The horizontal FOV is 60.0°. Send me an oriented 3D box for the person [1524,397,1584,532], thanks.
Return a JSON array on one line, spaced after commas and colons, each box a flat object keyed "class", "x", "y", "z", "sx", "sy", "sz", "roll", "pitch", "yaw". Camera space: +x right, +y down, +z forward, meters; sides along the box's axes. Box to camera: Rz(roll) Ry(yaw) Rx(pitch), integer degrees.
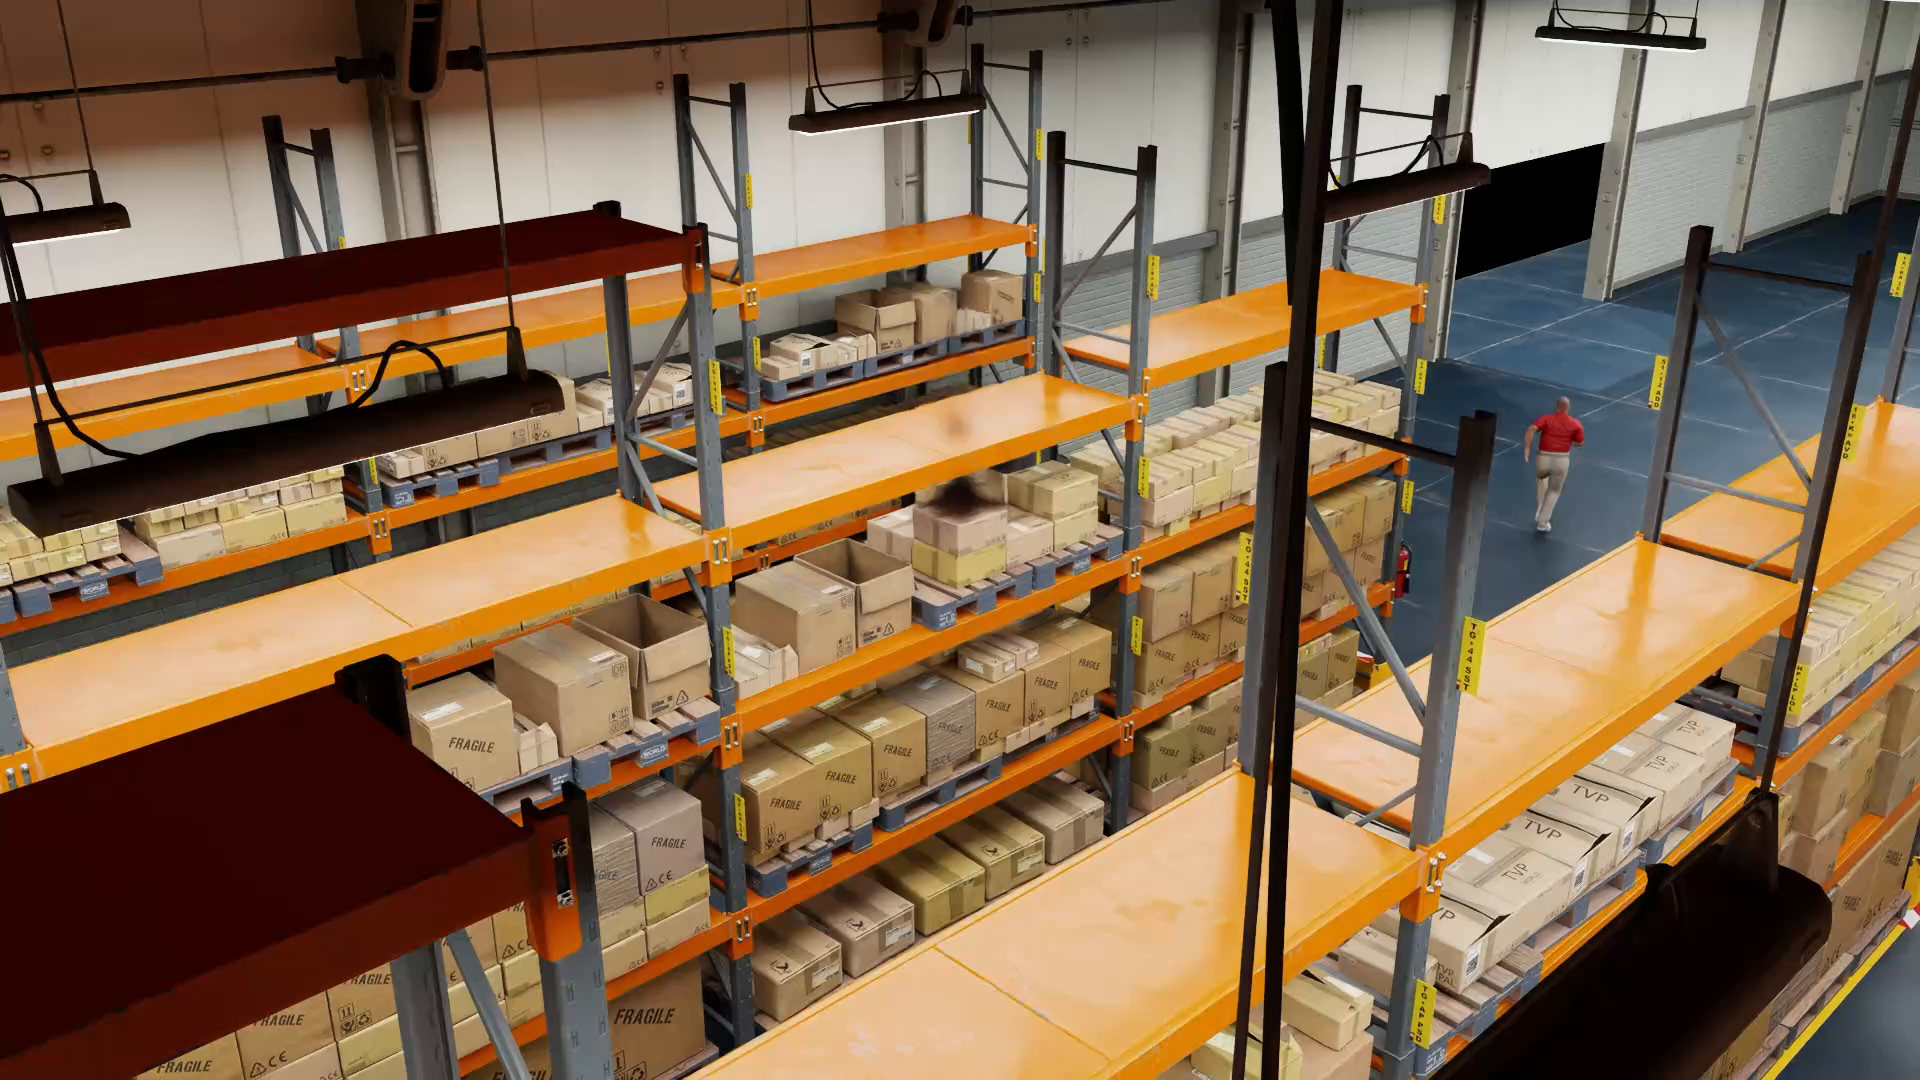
[{"class": "person", "x": 7.444, "y": -0.957, "z": 20.939, "sx": 0.694, "sy": 1.721, "sz": 0.830, "roll": 9, "pitch": 24, "yaw": 20}]
